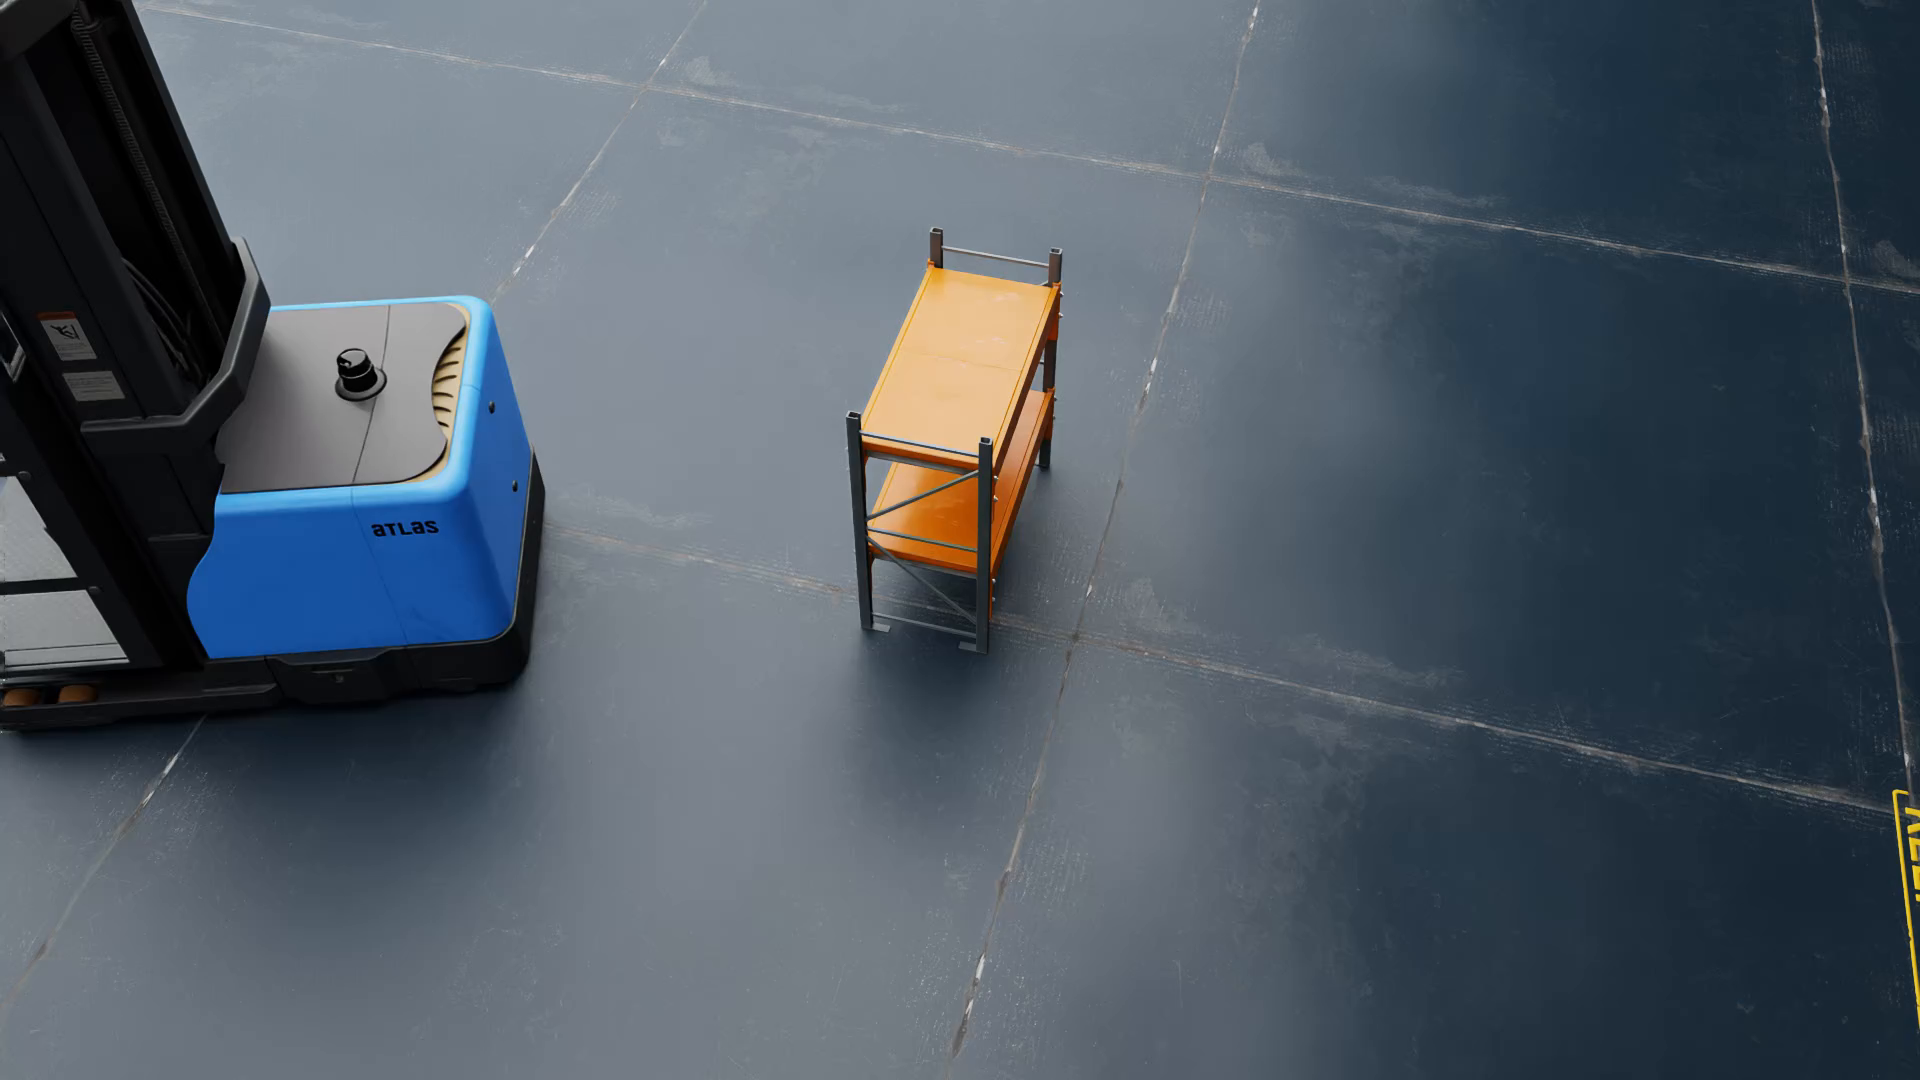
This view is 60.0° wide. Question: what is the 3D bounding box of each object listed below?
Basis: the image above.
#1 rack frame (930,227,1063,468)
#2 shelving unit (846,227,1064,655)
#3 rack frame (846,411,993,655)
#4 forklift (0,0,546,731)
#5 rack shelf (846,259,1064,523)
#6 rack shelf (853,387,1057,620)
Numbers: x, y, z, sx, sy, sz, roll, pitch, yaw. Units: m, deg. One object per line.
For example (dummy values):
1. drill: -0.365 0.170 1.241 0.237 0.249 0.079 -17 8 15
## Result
1. rack frame: 0.132 -0.735 6.567 0.500 1.125 0.032 12 50 10
2. shelving unit: -0.002 -0.367 6.243 0.538 1.125 1.048 12 50 10
3. rack frame: -0.136 0.000 5.918 0.500 1.125 0.032 12 50 10
4. forklift: -3.151 -0.695 5.327 3.031 2.935 1.130 -4 49 -3
5. rack shelf: -0.002 -0.561 6.023 0.538 0.278 1.000 12 50 10
6. rack shelf: -0.002 -0.206 6.426 0.538 0.278 1.000 12 50 10
